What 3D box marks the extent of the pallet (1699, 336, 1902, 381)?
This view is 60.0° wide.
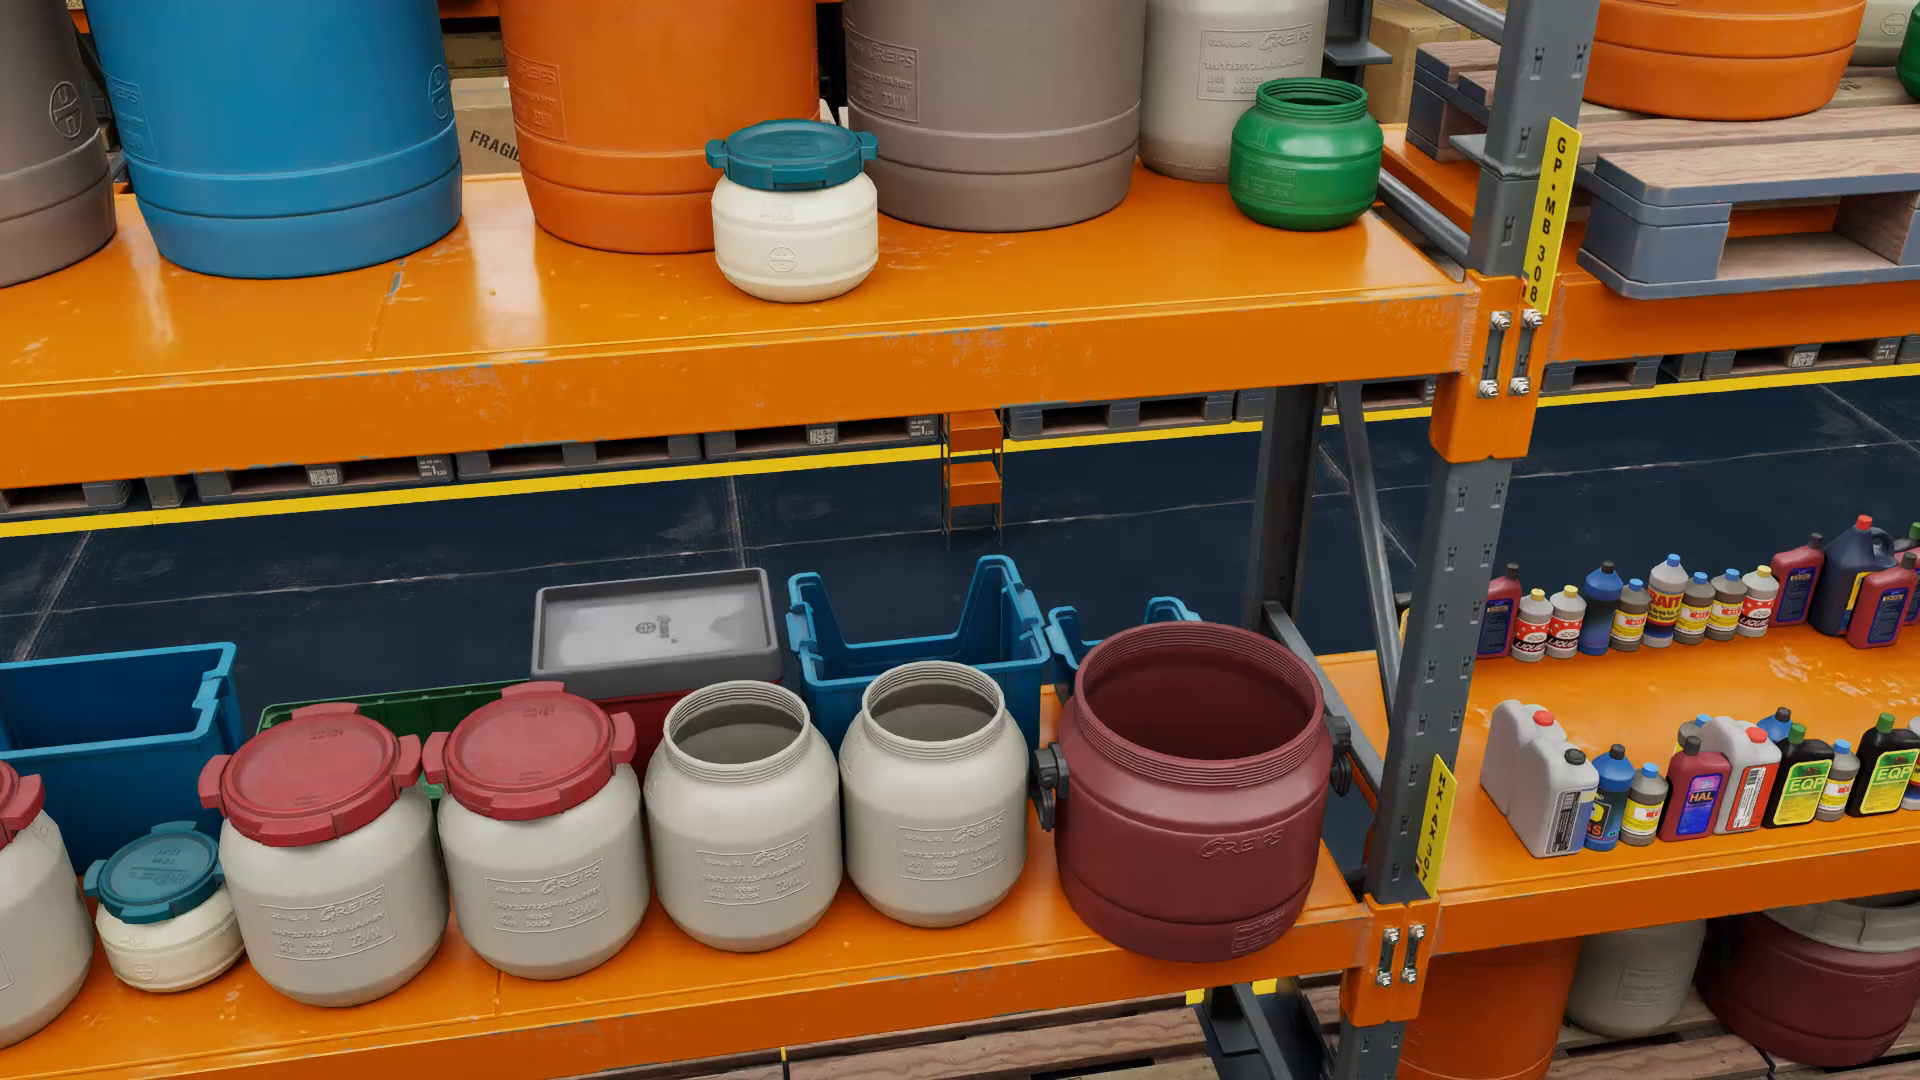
[{"bbox_3d":[4.638,-1.279,9.718,1.213,0.211,1.003,-5,31,-9],"label":"pallet"}]

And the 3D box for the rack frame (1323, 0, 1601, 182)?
[{"bbox_3d":[0.916,-2.170,2.563,0.127,3.000,1.000,-5,31,-9],"label":"rack frame"}]

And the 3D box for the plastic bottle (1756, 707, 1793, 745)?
[{"bbox_3d":[1.963,0.523,4.028,0.097,0.271,0.097,0,30,0],"label":"plastic bottle"}]

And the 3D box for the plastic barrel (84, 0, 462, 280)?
[{"bbox_3d":[-1.271,-1.002,3.041,0.708,0.901,0.600,-5,31,-9],"label":"plastic barrel"}]

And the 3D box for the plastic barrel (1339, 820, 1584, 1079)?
[{"bbox_3d":[1.394,1.117,4.618,0.708,0.830,0.600,-5,31,-9],"label":"plastic barrel"}]

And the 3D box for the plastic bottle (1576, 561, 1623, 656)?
[{"bbox_3d":[1.772,0.181,4.609,0.097,0.271,0.097,0,30,0],"label":"plastic bottle"}]

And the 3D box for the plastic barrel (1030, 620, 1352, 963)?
[{"bbox_3d":[0.514,0.551,3.720,0.708,0.536,0.600,-5,31,-9],"label":"plastic barrel"}]

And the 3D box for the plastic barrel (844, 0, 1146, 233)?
[{"bbox_3d":[0.069,-1.127,3.253,0.600,0.901,0.600,0,30,0],"label":"plastic barrel"}]

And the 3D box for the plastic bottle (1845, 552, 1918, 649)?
[{"bbox_3d":[2.569,0.167,4.622,0.133,0.283,0.061,-5,31,-9],"label":"plastic bottle"}]

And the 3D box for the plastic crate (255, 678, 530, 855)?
[{"bbox_3d":[-1.357,0.573,4.026,0.662,0.188,0.450,-5,31,-9],"label":"plastic crate"}]

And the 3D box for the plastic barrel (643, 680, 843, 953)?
[{"bbox_3d":[-0.472,0.606,3.649,0.421,0.512,0.421,0,30,0],"label":"plastic barrel"}]

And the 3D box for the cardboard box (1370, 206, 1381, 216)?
[{"bbox_3d":[1.965,-1.795,9.135,0.500,0.250,0.500,-6,31,-10],"label":"cardboard box"}]

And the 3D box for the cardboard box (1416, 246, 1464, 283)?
[{"bbox_3d":[2.547,-1.257,8.961,0.500,0.500,0.500,-5,31,-8],"label":"cardboard box"}]

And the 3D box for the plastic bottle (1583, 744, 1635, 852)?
[{"bbox_3d":[1.519,0.596,3.904,0.097,0.271,0.097,0,30,0],"label":"plastic bottle"}]

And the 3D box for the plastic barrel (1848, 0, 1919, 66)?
[{"bbox_3d":[1.944,-1.170,3.543,0.301,0.262,0.301,0,30,0],"label":"plastic barrel"}]

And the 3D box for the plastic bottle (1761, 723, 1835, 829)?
[{"bbox_3d":[1.995,0.556,3.960,0.133,0.283,0.061,-5,31,-9],"label":"plastic bottle"}]

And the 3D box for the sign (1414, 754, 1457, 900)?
[{"bbox_3d":[1.022,0.619,3.577,0.005,0.325,0.100,-5,31,-9],"label":"sign"}]

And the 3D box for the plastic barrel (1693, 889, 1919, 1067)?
[{"bbox_3d":[2.505,1.118,4.854,0.708,0.588,0.600,-5,31,-9],"label":"plastic barrel"}]

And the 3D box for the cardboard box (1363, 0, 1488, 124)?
[{"bbox_3d":[2.235,-2.451,8.447,0.500,0.500,0.700,-13,33,-21],"label":"cardboard box"}]

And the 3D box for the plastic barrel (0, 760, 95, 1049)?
[{"bbox_3d":[-2.038,0.744,3.391,0.433,0.535,0.433,0,30,0],"label":"plastic barrel"}]

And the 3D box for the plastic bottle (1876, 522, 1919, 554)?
[{"bbox_3d":[2.674,0.083,4.765,0.133,0.283,0.061,-5,31,-9],"label":"plastic bottle"}]

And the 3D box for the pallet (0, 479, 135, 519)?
[{"bbox_3d":[-4.697,-0.435,8.282,1.213,0.211,1.003,-5,31,-9],"label":"pallet"}]

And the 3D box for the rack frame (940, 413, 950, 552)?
[{"bbox_3d":[-0.067,-0.446,7.473,0.008,1.050,0.200,-5,31,-9],"label":"rack frame"}]

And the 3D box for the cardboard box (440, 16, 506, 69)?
[{"bbox_3d":[-3.650,-3.711,12.395,0.500,0.250,0.500,-6,31,-10],"label":"cardboard box"}]

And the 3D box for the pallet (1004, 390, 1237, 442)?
[{"bbox_3d":[0.768,-0.901,9.075,1.213,0.211,1.003,-5,31,-9],"label":"pallet"}]

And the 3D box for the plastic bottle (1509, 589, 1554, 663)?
[{"bbox_3d":[1.581,0.229,4.597,0.097,0.201,0.097,0,30,0],"label":"plastic bottle"}]

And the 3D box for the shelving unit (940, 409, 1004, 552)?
[{"bbox_3d":[0.053,-0.457,7.492,0.252,1.050,0.215,-5,31,-9],"label":"shelving unit"}]

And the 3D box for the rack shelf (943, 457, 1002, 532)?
[{"bbox_3d":[0.053,-0.209,7.638,0.240,0.259,0.215,-5,31,-9],"label":"rack shelf"}]

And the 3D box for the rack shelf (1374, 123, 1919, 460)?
[{"bbox_3d":[2.883,-0.750,3.816,4.000,0.370,1.077,-5,31,-9],"label":"rack shelf"}]

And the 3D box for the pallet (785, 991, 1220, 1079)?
[{"bbox_3d":[0.147,1.669,4.703,1.213,0.211,1.003,-5,31,-9],"label":"pallet"}]

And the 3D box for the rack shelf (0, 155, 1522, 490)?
[{"bbox_3d":[-1.052,-0.385,3.195,4.000,0.370,1.077,-5,31,-9],"label":"rack shelf"}]

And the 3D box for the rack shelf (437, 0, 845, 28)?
[{"bbox_3d":[-2.836,-4.031,12.356,4.000,0.370,1.077,-5,31,-9],"label":"rack shelf"}]

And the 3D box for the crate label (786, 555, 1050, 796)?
[{"bbox_3d":[-0.110,0.356,4.150,0.616,0.435,0.502,-5,31,-9],"label":"crate label"}]

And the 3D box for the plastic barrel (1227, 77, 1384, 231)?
[{"bbox_3d":[0.682,-0.762,3.281,0.294,0.245,0.294,0,30,0],"label":"plastic barrel"}]

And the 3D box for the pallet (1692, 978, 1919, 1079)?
[{"bbox_3d":[2.881,1.415,5.135,1.213,0.211,1.003,-5,31,-9],"label":"pallet"}]

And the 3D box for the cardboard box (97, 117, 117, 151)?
[{"bbox_3d":[-6.380,-2.983,12.243,0.250,0.149,0.380,-8,31,-13],"label":"cardboard box"}]

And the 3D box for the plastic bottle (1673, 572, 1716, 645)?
[{"bbox_3d":[2.059,0.185,4.672,0.097,0.201,0.097,0,30,0],"label":"plastic bottle"}]

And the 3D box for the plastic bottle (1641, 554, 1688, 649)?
[{"bbox_3d":[1.964,0.164,4.639,0.097,0.271,0.097,0,30,0],"label":"plastic bottle"}]

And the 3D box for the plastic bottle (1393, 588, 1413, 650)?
[{"bbox_3d":[1.237,0.216,4.538,0.133,0.283,0.061,-5,31,-9],"label":"plastic bottle"}]

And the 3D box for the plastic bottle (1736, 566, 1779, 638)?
[{"bbox_3d":[2.251,0.167,4.703,0.097,0.201,0.097,0,30,0],"label":"plastic bottle"}]

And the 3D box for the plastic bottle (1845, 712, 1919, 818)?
[{"bbox_3d":[2.222,0.535,3.996,0.133,0.283,0.061,-5,31,-9],"label":"plastic bottle"}]

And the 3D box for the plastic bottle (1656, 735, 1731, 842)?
[{"bbox_3d":[1.731,0.580,3.919,0.133,0.283,0.061,-5,31,-9],"label":"plastic bottle"}]

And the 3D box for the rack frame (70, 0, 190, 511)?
[{"bbox_3d":[-3.907,-1.689,7.663,0.127,3.000,1.000,-5,31,-9],"label":"rack frame"}]

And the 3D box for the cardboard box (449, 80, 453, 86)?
[{"bbox_3d":[-2.631,-1.842,7.825,0.500,0.500,0.500,-3,31,-5],"label":"cardboard box"}]

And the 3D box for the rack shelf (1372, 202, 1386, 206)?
[{"bbox_3d":[1.995,-1.927,8.777,4.000,0.370,1.077,-5,31,-9],"label":"rack shelf"}]

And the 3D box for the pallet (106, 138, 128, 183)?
[{"bbox_3d":[-6.660,-2.764,12.243,1.213,0.211,1.003,-5,31,-9],"label":"pallet"}]

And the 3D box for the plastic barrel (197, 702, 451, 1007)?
[{"bbox_3d":[-1.317,0.677,3.505,0.433,0.535,0.433,0,30,0],"label":"plastic barrel"}]

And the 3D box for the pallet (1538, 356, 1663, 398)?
[{"bbox_3d":[3.169,-1.124,9.454,1.213,0.211,1.003,-5,31,-9],"label":"pallet"}]

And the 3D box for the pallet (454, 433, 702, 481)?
[{"bbox_3d":[-1.987,-0.687,8.710,1.213,0.211,1.003,-5,31,-9],"label":"pallet"}]

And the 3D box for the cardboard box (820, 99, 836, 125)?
[{"bbox_3d":[-0.887,-2.031,8.332,0.500,0.311,0.500,-6,31,-10],"label":"cardboard box"}]

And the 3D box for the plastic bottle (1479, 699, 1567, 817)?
[{"bbox_3d":[1.372,0.515,4.037,0.135,0.276,0.152,-5,31,-9],"label":"plastic bottle"}]

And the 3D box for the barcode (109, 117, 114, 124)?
[{"bbox_3d":[-6.278,-3.113,12.353,0.075,0.075,0.001,-5,31,-9],"label":"barcode"}]

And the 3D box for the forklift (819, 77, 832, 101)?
[{"bbox_3d":[-1.295,-2.892,9.776,3.031,2.935,1.130,-18,35,-28],"label":"forklift"}]
